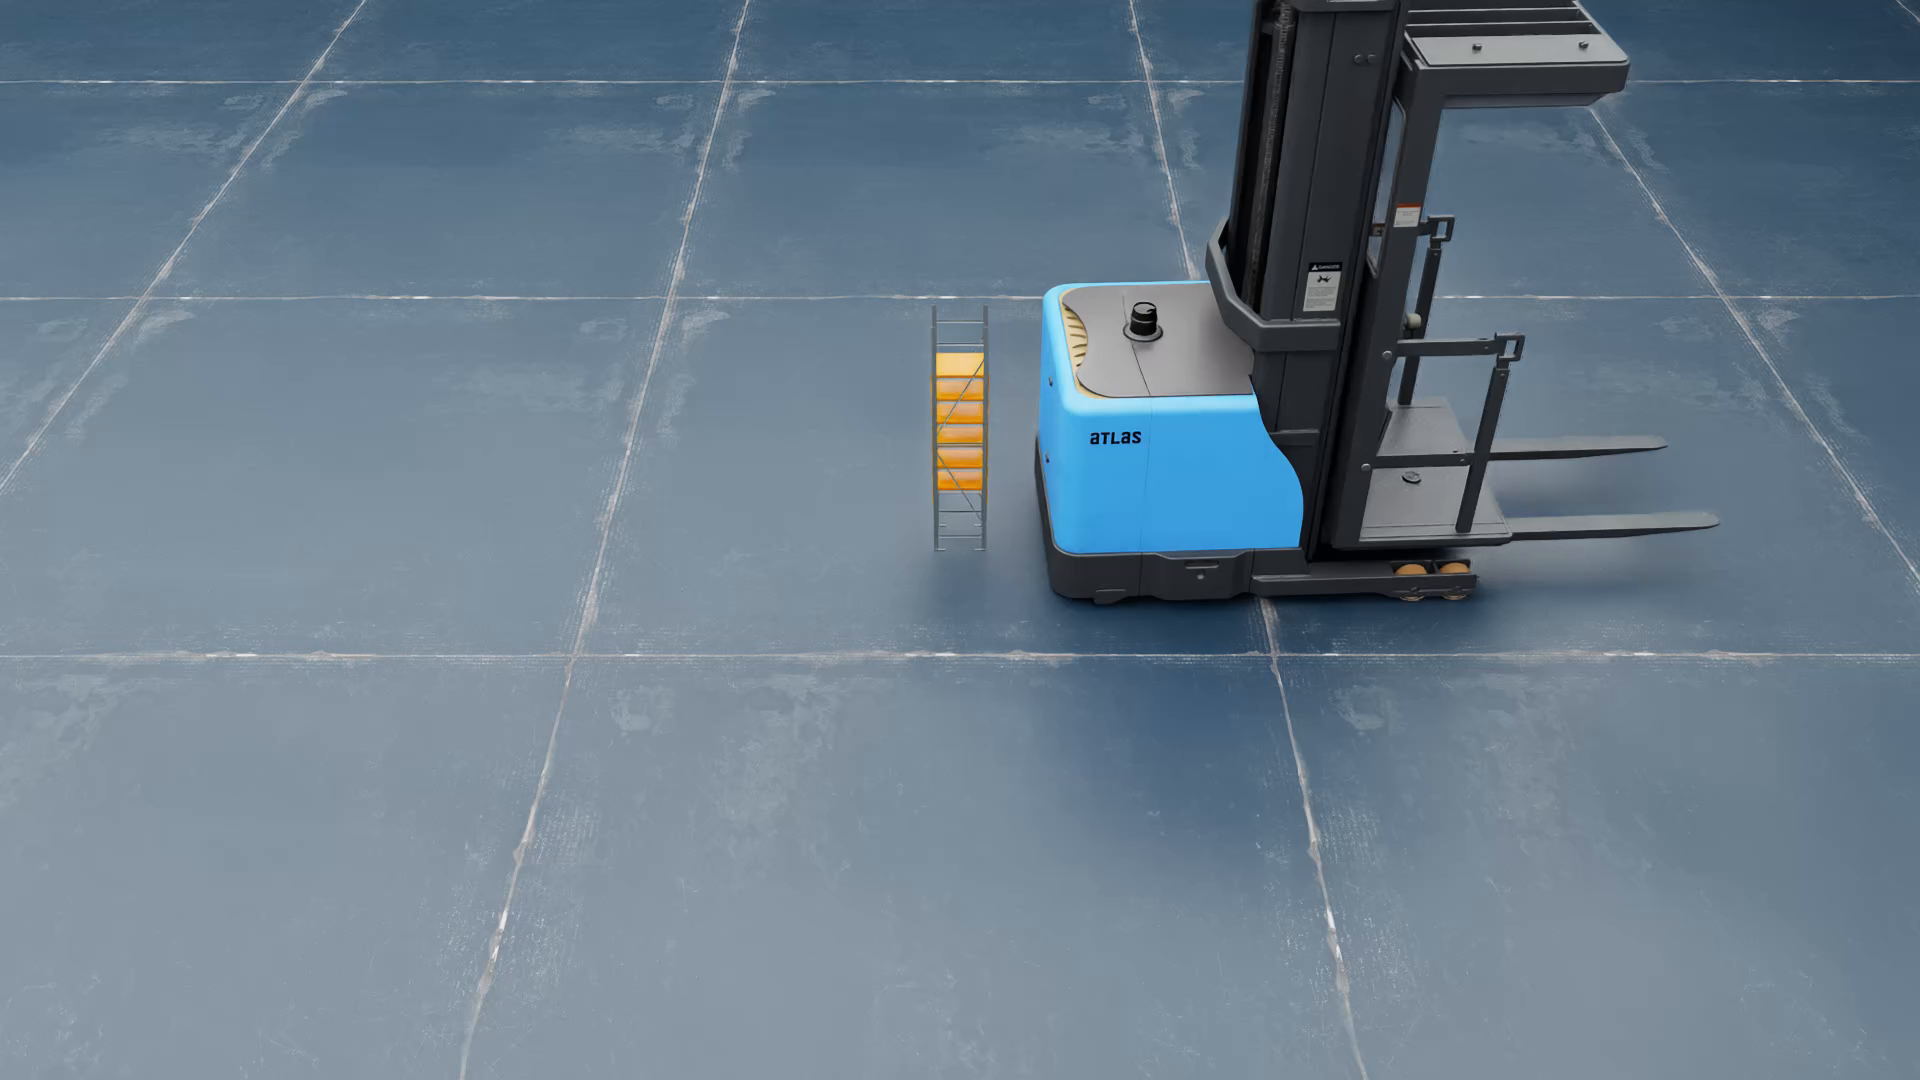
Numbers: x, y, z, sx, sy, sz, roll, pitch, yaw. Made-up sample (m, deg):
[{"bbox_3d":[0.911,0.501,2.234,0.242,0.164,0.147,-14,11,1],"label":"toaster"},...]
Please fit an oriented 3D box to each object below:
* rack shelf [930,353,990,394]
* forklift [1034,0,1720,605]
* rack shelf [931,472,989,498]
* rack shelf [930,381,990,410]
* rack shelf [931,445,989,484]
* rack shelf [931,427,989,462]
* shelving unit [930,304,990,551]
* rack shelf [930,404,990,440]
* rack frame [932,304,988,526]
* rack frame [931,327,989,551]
[{"bbox_3d":[0.000,-0.724,7.189,0.258,0.103,0.180,0,39,0],"label":"rack shelf"},{"bbox_3d":[1.895,-1.203,6.907,3.031,2.935,1.130,-2,39,-2],"label":"forklift"},{"bbox_3d":[0.000,-0.255,7.564,0.258,0.103,0.180,0,39,0],"label":"rack shelf"},{"bbox_3d":[0.000,-0.630,7.264,0.258,0.103,0.180,0,39,0],"label":"rack shelf"},{"bbox_3d":[0.000,-0.349,7.489,0.258,0.103,0.180,0,39,0],"label":"rack shelf"},{"bbox_3d":[0.000,-0.443,7.414,0.258,0.103,0.180,0,39,0],"label":"rack shelf"},{"bbox_3d":[0.000,-0.477,7.386,0.258,1.200,0.189,0,39,0],"label":"shelving unit"},{"bbox_3d":[0.000,-0.536,7.339,0.258,0.103,0.180,0,39,0],"label":"rack shelf"},{"bbox_3d":[0.000,-0.534,7.457,0.240,1.200,0.006,0,39,0],"label":"rack frame"},{"bbox_3d":[0.000,-0.420,7.315,0.240,1.200,0.006,0,39,0],"label":"rack frame"}]
